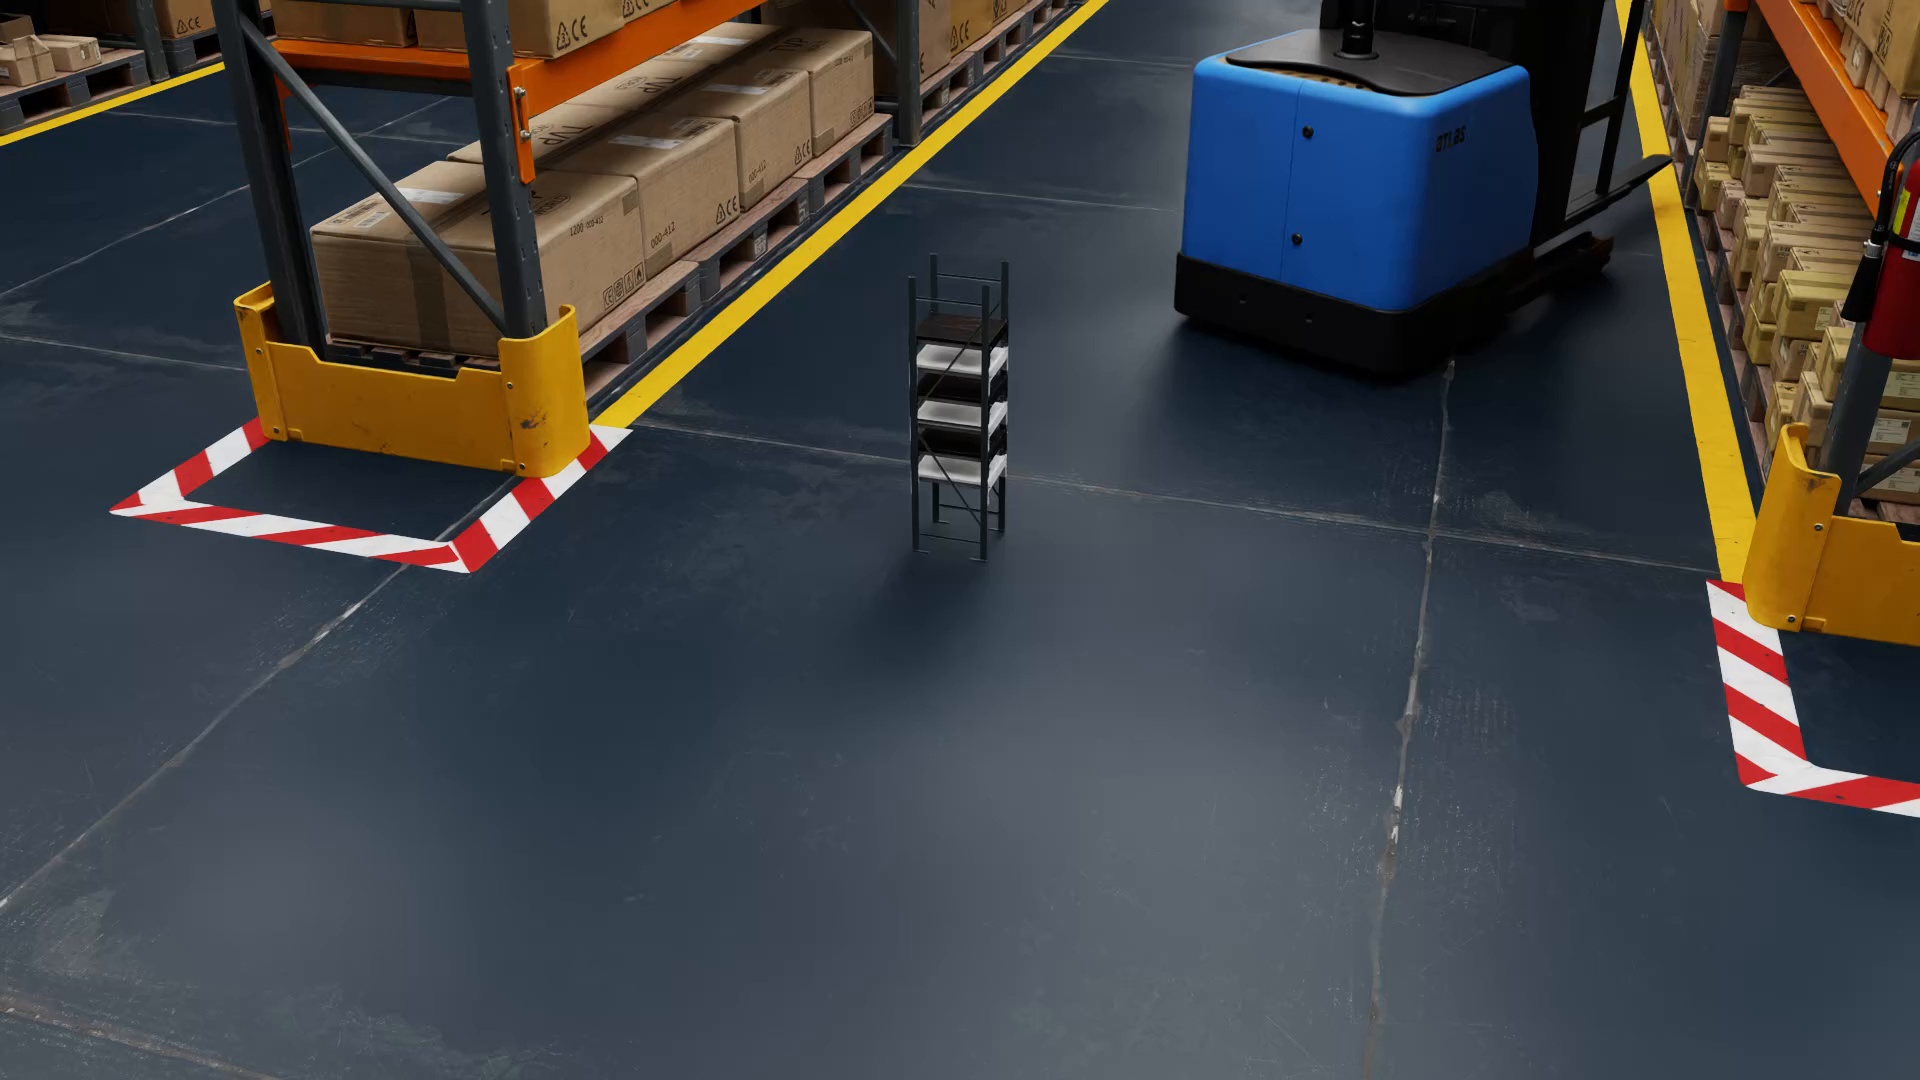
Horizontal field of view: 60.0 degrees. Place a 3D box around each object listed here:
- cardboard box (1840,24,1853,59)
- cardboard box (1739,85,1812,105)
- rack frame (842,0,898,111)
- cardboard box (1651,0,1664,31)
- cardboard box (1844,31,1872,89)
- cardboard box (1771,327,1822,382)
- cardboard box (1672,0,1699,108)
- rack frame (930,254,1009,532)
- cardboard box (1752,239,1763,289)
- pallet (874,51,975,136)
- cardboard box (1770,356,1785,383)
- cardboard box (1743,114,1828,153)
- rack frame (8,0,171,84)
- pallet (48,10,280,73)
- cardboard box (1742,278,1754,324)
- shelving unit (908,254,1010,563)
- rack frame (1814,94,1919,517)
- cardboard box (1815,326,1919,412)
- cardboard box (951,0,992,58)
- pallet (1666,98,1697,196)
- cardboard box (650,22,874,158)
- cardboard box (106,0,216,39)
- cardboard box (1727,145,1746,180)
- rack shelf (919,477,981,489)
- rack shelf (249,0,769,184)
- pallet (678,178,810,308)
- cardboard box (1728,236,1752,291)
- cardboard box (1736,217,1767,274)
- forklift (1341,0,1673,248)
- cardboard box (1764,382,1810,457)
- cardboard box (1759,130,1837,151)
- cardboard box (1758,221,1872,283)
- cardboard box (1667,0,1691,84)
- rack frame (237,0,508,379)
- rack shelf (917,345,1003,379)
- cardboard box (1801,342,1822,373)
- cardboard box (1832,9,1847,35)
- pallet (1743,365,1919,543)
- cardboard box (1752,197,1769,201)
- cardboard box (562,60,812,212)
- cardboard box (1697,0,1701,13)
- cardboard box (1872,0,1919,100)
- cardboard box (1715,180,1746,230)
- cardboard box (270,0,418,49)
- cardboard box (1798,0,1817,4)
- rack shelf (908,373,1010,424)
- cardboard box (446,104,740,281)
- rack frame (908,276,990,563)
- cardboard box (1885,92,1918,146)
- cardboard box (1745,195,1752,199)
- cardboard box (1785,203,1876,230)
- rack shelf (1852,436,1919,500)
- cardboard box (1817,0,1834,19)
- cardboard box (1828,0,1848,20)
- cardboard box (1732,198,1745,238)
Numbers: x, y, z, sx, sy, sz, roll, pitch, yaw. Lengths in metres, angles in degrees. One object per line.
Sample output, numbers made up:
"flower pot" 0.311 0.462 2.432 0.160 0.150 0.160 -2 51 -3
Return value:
"cardboard box" 3.027 -1.576 5.256 0.380 0.149 0.250 7 30 13
"cardboard box" 3.750 -1.951 7.560 0.380 0.149 0.250 10 31 17
"rack frame" -0.716 -3.544 8.535 0.949 2.616 0.053 8 30 15
"cardboard box" 1.953 -3.419 8.815 4.865 2.090 5.455 9 30 16
"cardboard box" 2.921 -1.458 5.043 0.380 0.149 0.250 9 30 16
"cardboard box" 2.908 -0.620 5.474 0.380 0.149 0.250 7 30 13
"cardboard box" 4.177 -2.593 8.965 0.500 0.500 0.500 8 30 14
"rack frame" 0.027 -0.437 5.109 0.240 0.900 0.006 8 30 15
"cardboard box" 3.141 -0.979 6.120 0.380 0.149 0.250 10 31 17
"pallet" -0.558 -2.694 9.876 1.003 0.211 1.213 8 30 15
"cardboard box" 3.029 -0.598 5.740 0.380 0.149 0.250 9 30 15
"cardboard box" 3.585 -1.707 7.121 0.392 0.149 0.269 10 30 17
"rack frame" -5.459 -4.250 9.804 1.000 3.000 0.127 8 30 15
"pallet" -5.256 -3.415 11.171 1.003 0.211 1.213 8 30 15
"cardboard box" 3.143 -0.850 6.192 0.380 0.149 0.250 9 30 16
"shelving unit" 5.652 -3.954 8.194 8.426 4.047 12.137 8 30 15
"rack frame" 2.875 -1.025 4.007 1.000 3.000 0.127 8 30 15
"cardboard box" 2.788 -0.505 4.960 0.380 0.149 0.250 9 30 15
"cardboard box" -0.349 -3.519 10.243 0.875 0.875 0.875 9 30 16
"pallet" 4.276 -2.027 8.677 1.003 0.211 1.213 8 30 15
"cardboard box" -0.999 -2.331 8.558 0.875 0.438 0.875 8 30 14
"cardboard box" -5.101 -3.534 10.656 0.500 0.500 0.500 10 31 17
"cardboard box" 3.648 -1.698 7.412 0.380 0.149 0.250 9 30 15
"rack shelf" -0.002 -0.216 5.121 0.199 0.015 0.184 8 30 15
"rack shelf" -1.299 -2.299 7.038 1.077 0.370 4.000 8 30 15
"pallet" -1.367 -1.414 7.574 1.003 0.211 1.213 8 30 15
"cardboard box" 3.293 -1.089 6.623 0.380 0.149 0.250 8 30 14
"cardboard box" 3.195 -1.111 6.357 0.380 0.149 0.250 9 30 15
"forklift" -1.198 -3.980 7.046 7.407 5.209 9.711 24 37 36
"cardboard box" 2.809 -0.371 5.332 0.380 0.149 0.250 9 30 16
"cardboard box" 3.531 -1.582 6.898 0.380 0.149 0.250 8 30 14
"cardboard box" 3.034 -0.996 5.843 0.380 0.149 0.250 10 31 17
"cardboard box" 4.331 -2.831 9.393 0.500 0.500 0.500 8 30 14
"rack frame" -1.890 -1.685 5.193 0.949 2.616 0.053 8 30 15
"rack shelf" 5.662 -4.218 8.049 8.407 3.443 12.128 8 30 15
"cardboard box" 2.885 -0.492 5.244 0.380 0.149 0.250 8 30 14
"cardboard box" 3.225 -1.819 5.692 0.380 0.149 0.250 9 30 16
"pallet" 3.170 -0.214 5.418 1.003 0.211 1.213 8 30 15
"cardboard box" 3.426 -1.330 6.751 0.380 0.149 0.250 10 31 17
"cardboard box" -1.261 -1.914 7.810 0.875 0.438 0.875 8 30 13
"cardboard box" 4.190 -2.922 8.785 0.500 0.250 0.500 10 31 17
"cardboard box" 2.761 -1.444 4.352 0.500 0.500 0.500 9 30 16
"cardboard box" 3.534 -1.452 7.274 0.380 0.149 0.250 8 30 15
"cardboard box" -1.998 -1.990 5.639 0.500 0.500 0.500 9 30 15
"cardboard box" 3.313 -2.070 6.144 0.380 0.149 0.250 10 31 17
"rack shelf" -0.002 -0.439 4.997 0.258 0.077 0.200 8 30 15
"cardboard box" -1.528 -1.496 7.057 0.875 0.438 0.875 9 30 16
"rack frame" -0.032 -0.342 4.940 0.240 0.900 0.006 8 30 15
"cardboard box" 2.701 -1.107 4.413 0.380 0.149 0.250 9 30 15
"cardboard box" 3.529 -1.455 6.974 0.380 0.149 0.250 7 30 12
"cardboard box" 15.729 -10.700 14.693 18.148 8.504 30.398 7 30 13
"rack shelf" 2.878 -1.024 4.006 0.949 2.616 0.053 8 30 15
"cardboard box" 3.279 -1.939 5.908 0.380 0.149 0.250 10 31 17
"cardboard box" 3.057 -1.920 5.207 0.500 0.500 0.500 9 30 15
"cardboard box" 3.507 -1.326 7.050 0.380 0.149 0.250 8 30 14
